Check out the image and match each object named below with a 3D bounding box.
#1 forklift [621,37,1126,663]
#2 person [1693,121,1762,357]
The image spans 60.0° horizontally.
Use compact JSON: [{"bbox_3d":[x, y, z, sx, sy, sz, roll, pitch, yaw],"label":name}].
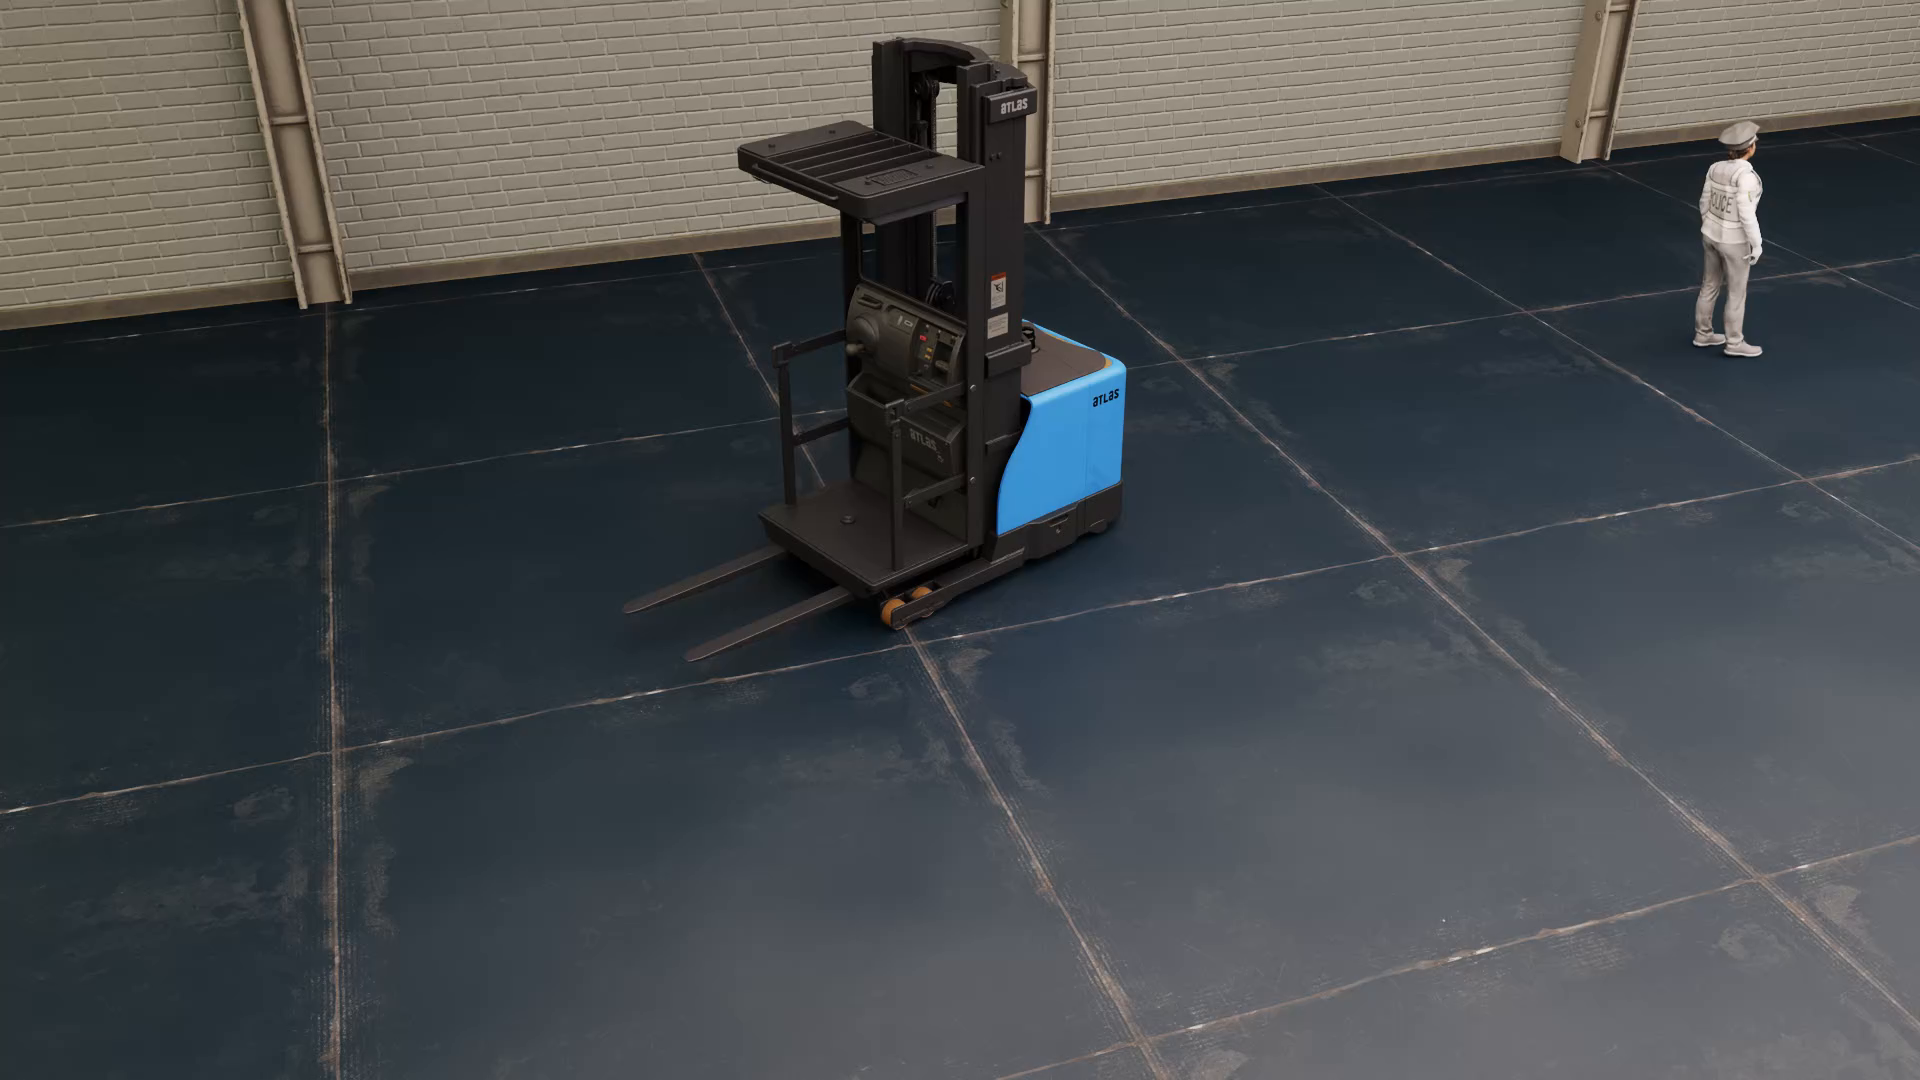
[{"bbox_3d":[-0.461,-1.072,8.951,3.031,2.935,1.130,-23,37,-34],"label":"forklift"},{"bbox_3d":[5.664,-2.206,12.147,0.532,1.694,0.586,-8,31,-14],"label":"person"}]
